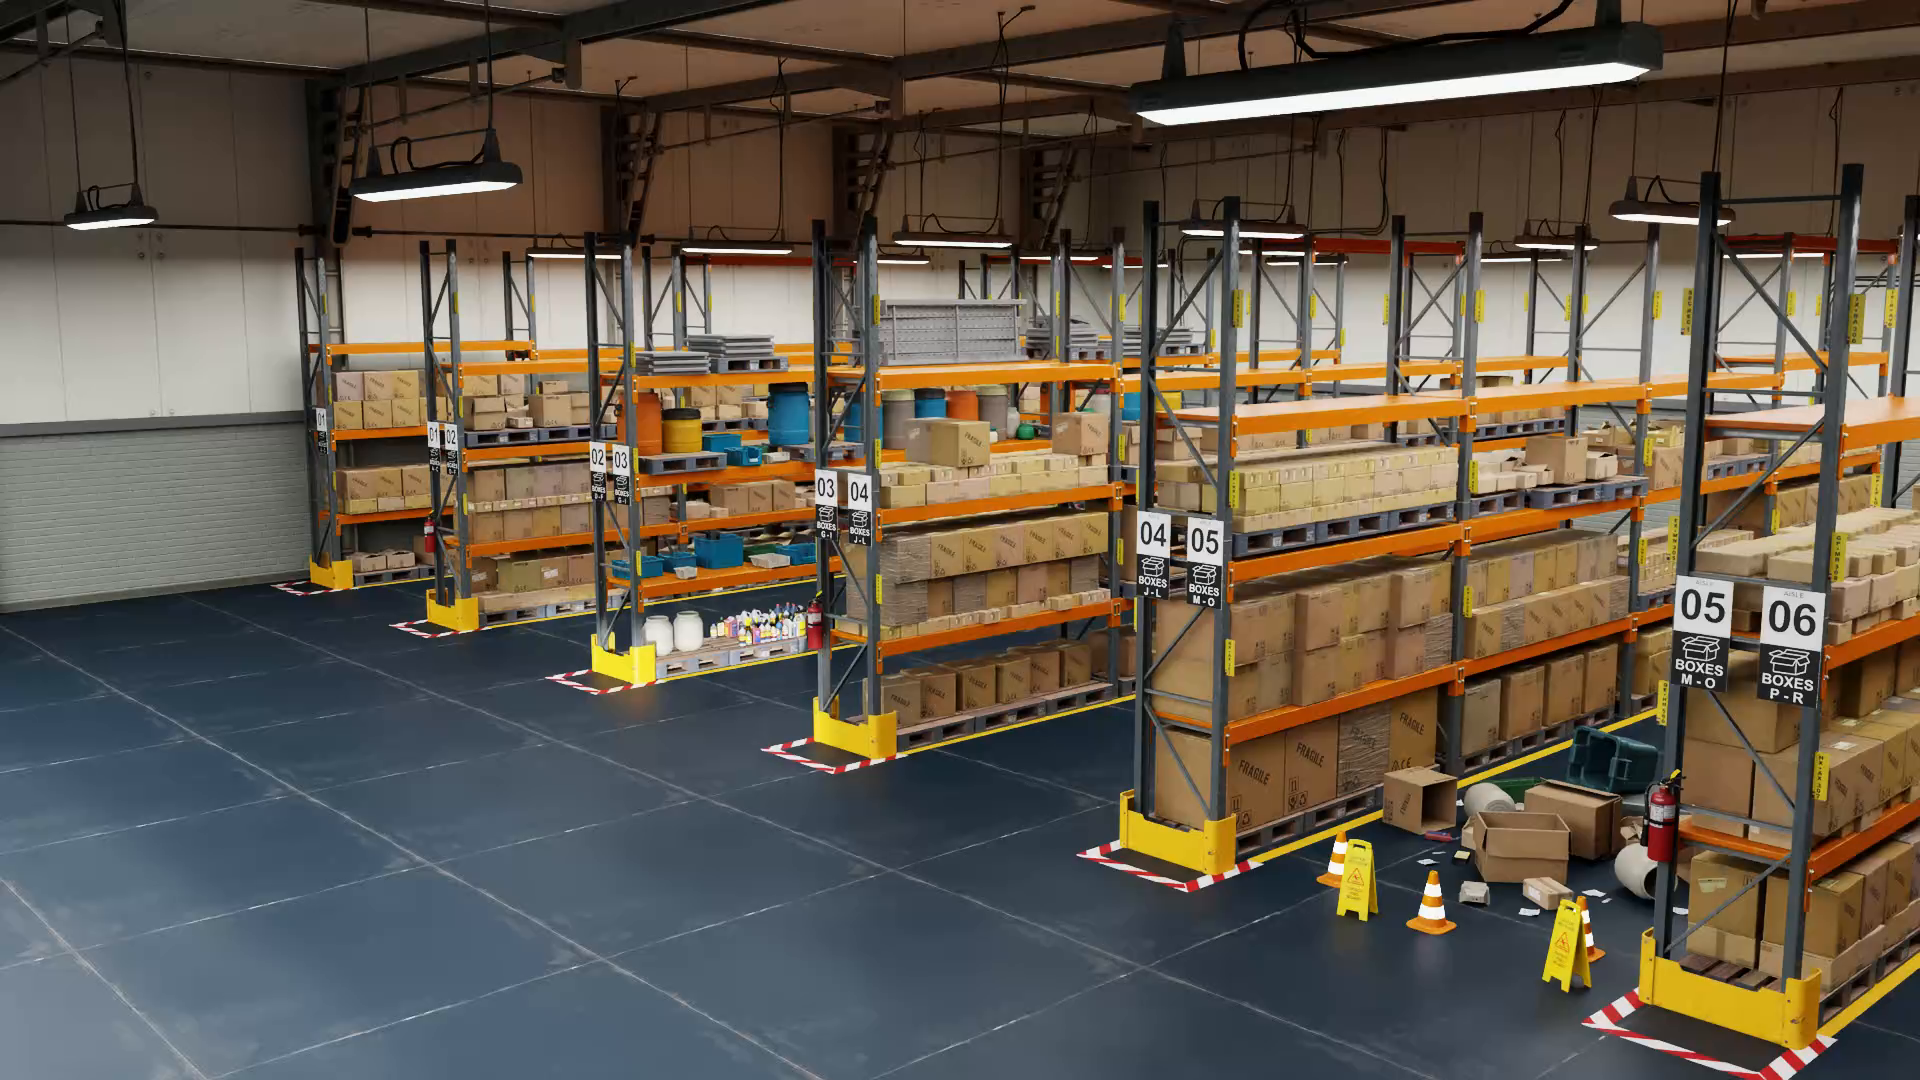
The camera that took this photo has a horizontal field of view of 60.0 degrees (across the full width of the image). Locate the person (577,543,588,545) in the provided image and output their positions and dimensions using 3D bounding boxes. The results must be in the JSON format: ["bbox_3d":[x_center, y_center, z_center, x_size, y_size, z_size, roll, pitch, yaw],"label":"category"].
[{"bbox_3d":[-6.820,-0.031,30.036,0.570,1.620,0.576,6,10,36],"label":"person"}]

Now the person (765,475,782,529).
[{"bbox_3d":[-3.624,-0.442,32.375,0.733,1.805,0.687,-8,12,-44],"label":"person"}]

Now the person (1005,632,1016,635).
[{"bbox_3d":[0.708,0.506,24.031,0.545,1.730,0.581,6,10,34],"label":"person"}]
